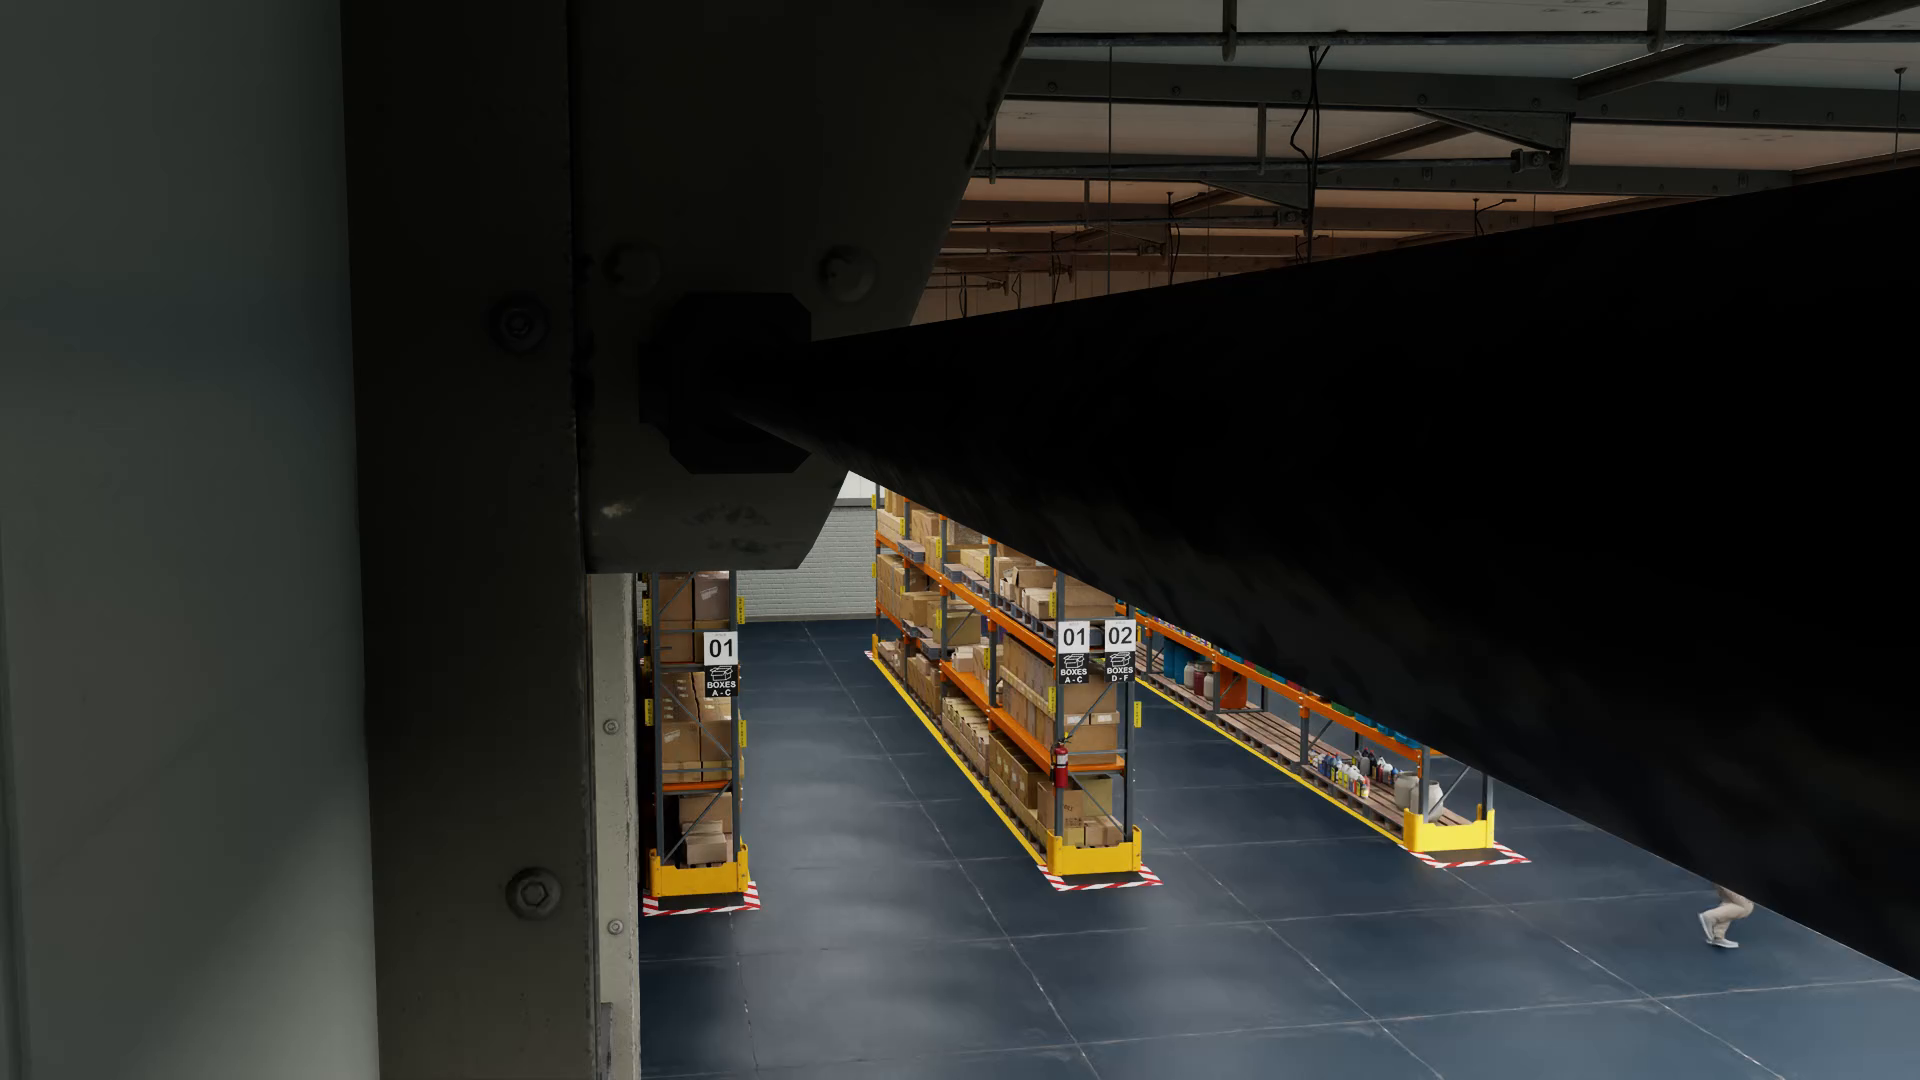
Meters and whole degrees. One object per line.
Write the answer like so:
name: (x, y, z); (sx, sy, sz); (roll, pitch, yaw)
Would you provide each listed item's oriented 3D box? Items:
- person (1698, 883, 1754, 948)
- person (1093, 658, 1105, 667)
person: (8.385, 3.638, 18.187); (0.597, 1.681, 0.670); (1, 6, 10)
person: (2.430, 2.313, 28.159); (0.715, 1.878, 0.717); (-2, 6, -16)
